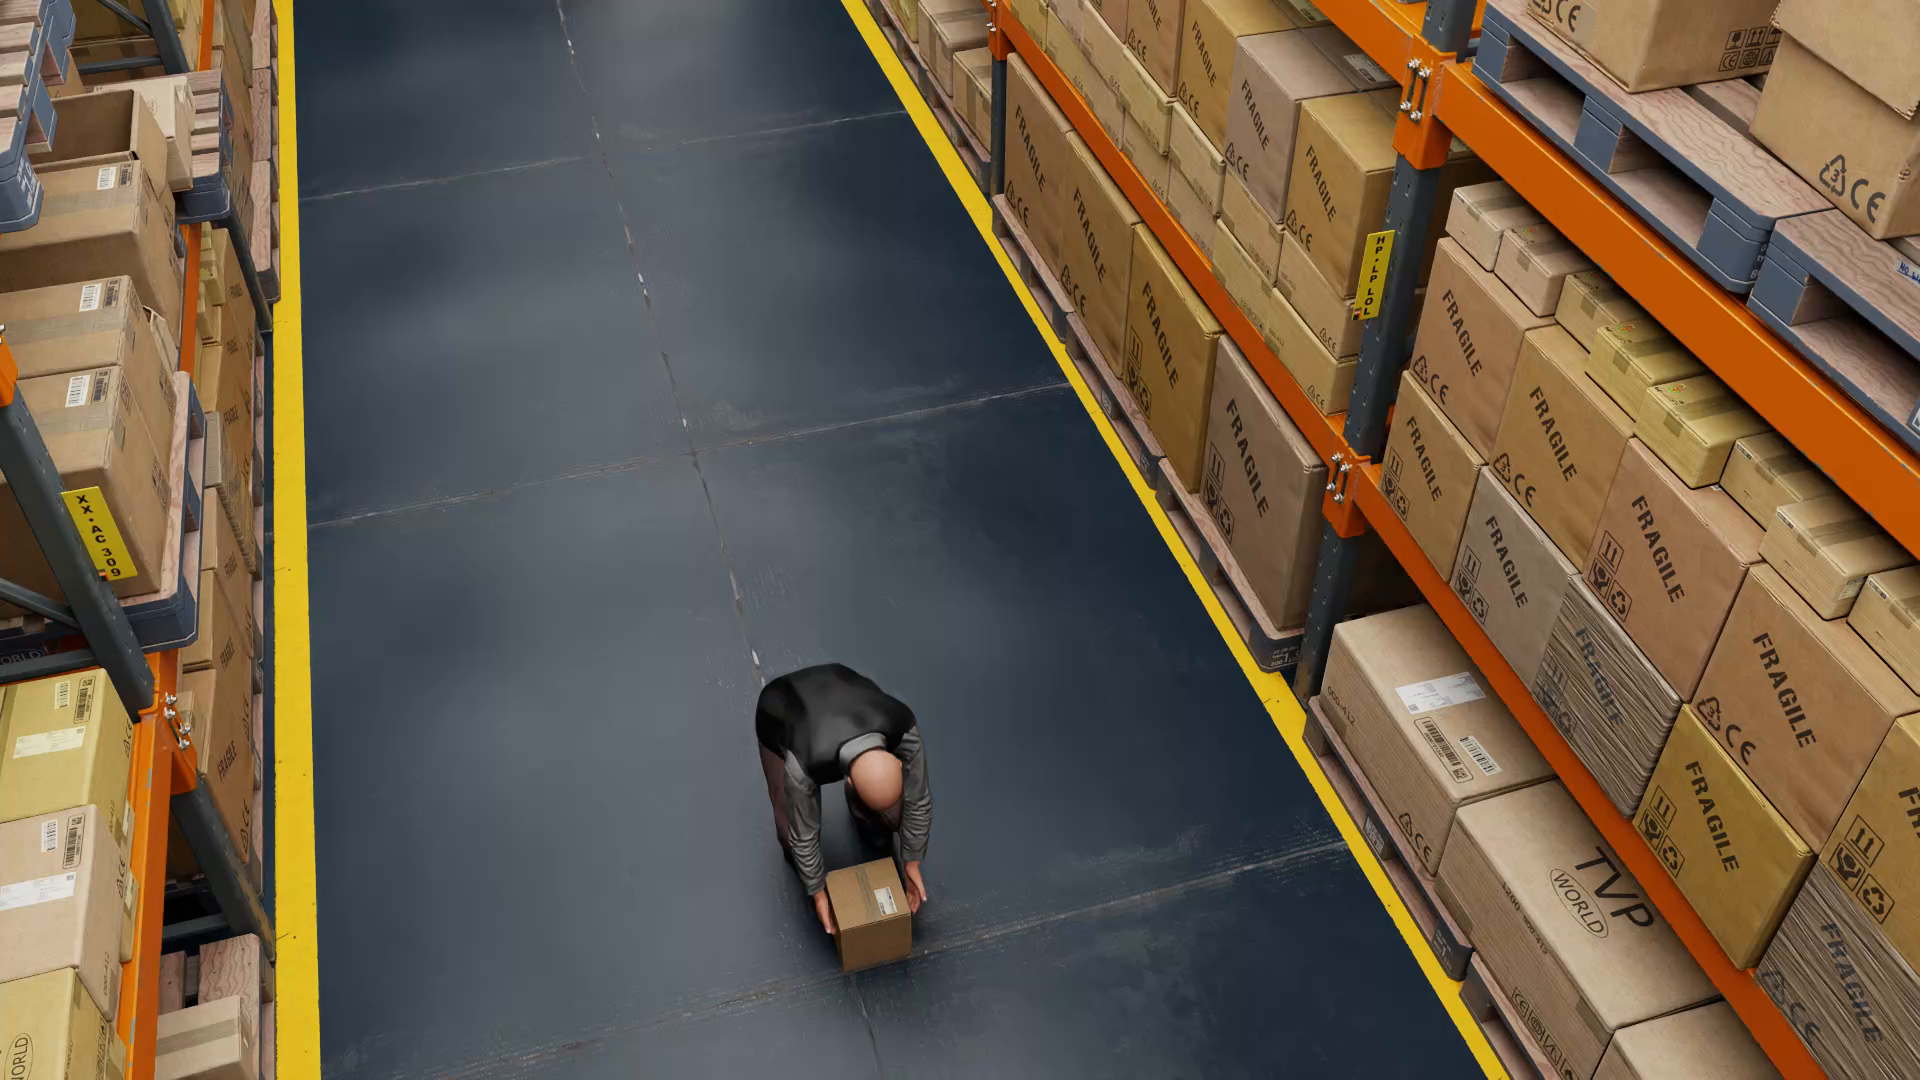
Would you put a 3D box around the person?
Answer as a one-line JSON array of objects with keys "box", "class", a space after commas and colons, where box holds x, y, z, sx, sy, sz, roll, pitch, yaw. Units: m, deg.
[{"box": [-0.410, 0.841, 5.857, 0.539, 0.906, 0.857, -12, 43, -13], "class": "person"}]
